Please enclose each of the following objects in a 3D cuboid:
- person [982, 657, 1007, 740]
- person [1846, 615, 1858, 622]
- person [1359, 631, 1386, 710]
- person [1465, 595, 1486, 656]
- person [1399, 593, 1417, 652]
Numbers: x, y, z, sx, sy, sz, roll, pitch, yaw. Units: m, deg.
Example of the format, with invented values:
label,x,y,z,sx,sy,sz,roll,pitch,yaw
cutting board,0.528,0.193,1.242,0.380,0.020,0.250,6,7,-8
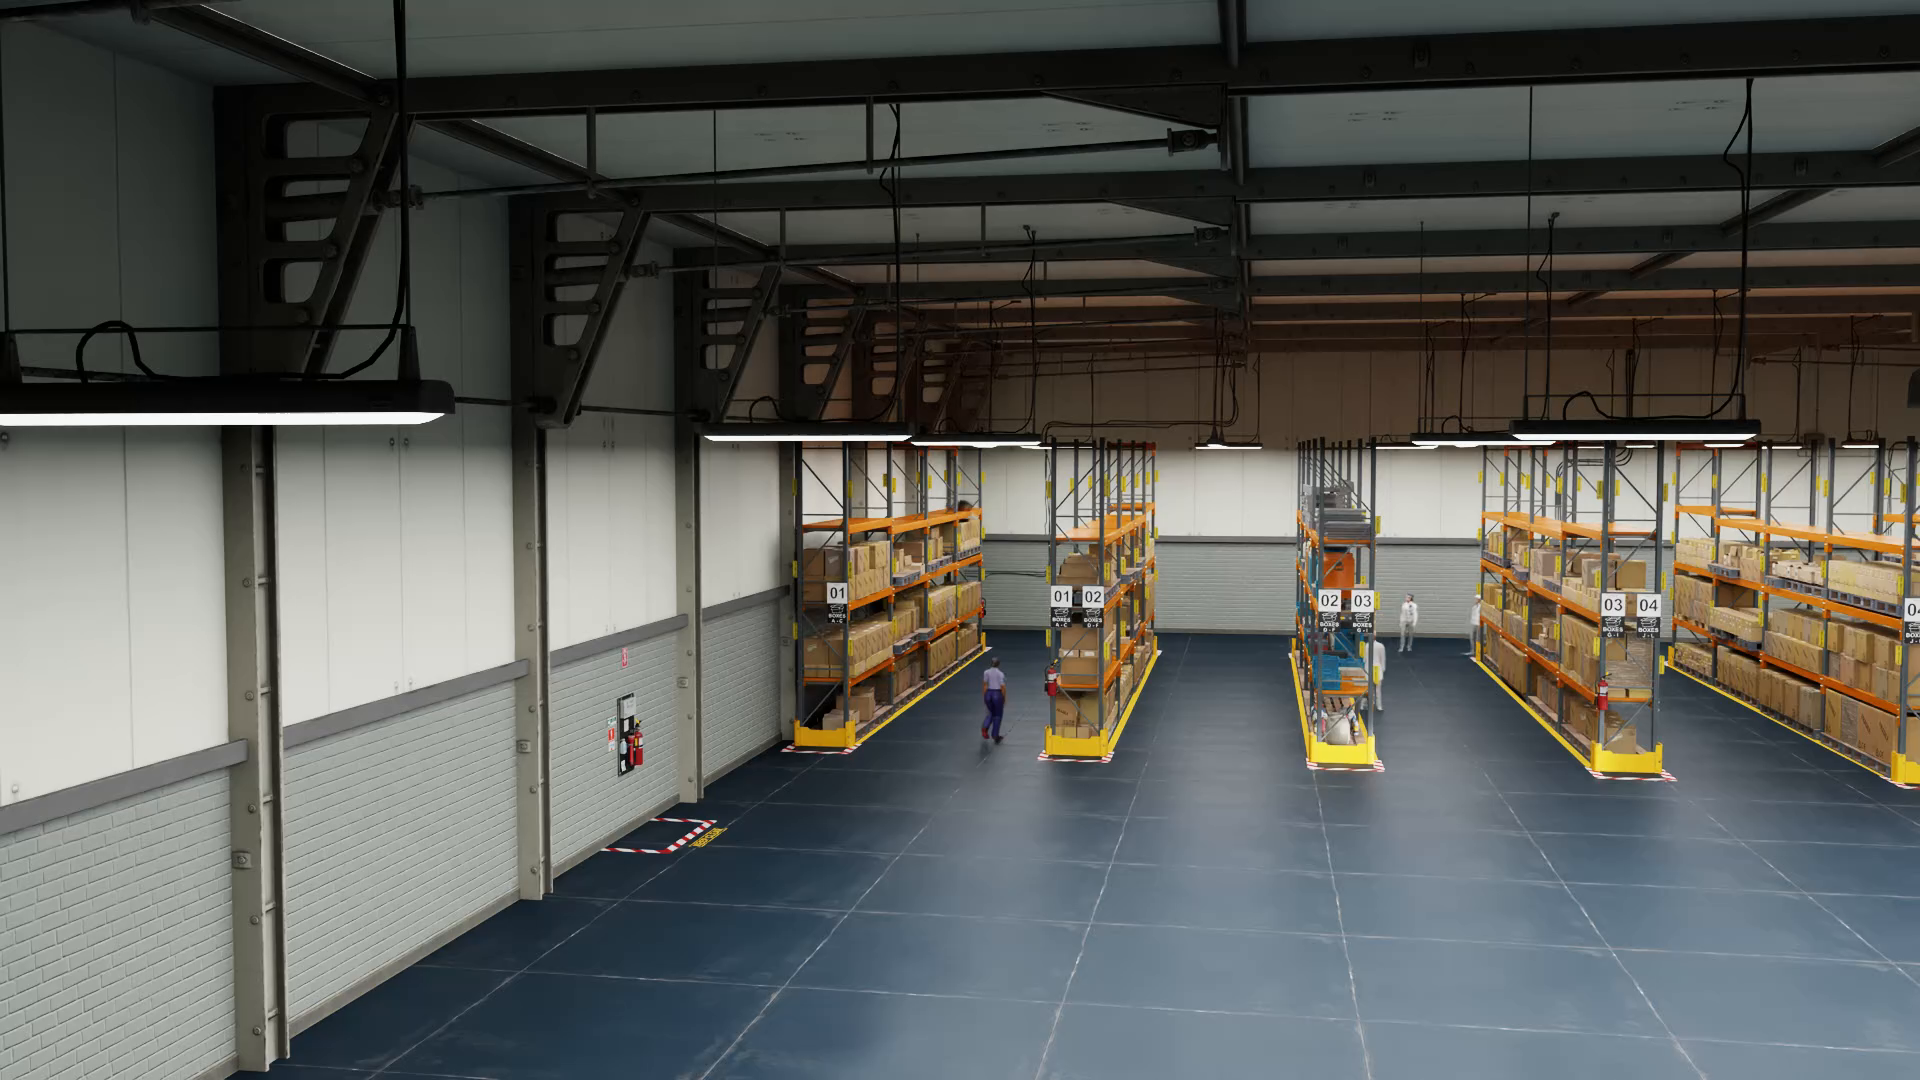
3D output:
label,x,y,z,sx,sy,sz,roll,pitch,yaw
person,0.692,3.180,32.987,0.483,1.565,0.476,3,4,43
person,24.230,2.551,45.040,0.829,1.548,0.448,1,3,14
person,9.140,2.886,36.897,0.609,1.783,0.478,1,3,23
person,14.567,2.367,46.666,0.638,1.763,0.566,-1,3,-25
person,12.893,2.390,47.859,0.484,1.740,0.555,1,3,24
